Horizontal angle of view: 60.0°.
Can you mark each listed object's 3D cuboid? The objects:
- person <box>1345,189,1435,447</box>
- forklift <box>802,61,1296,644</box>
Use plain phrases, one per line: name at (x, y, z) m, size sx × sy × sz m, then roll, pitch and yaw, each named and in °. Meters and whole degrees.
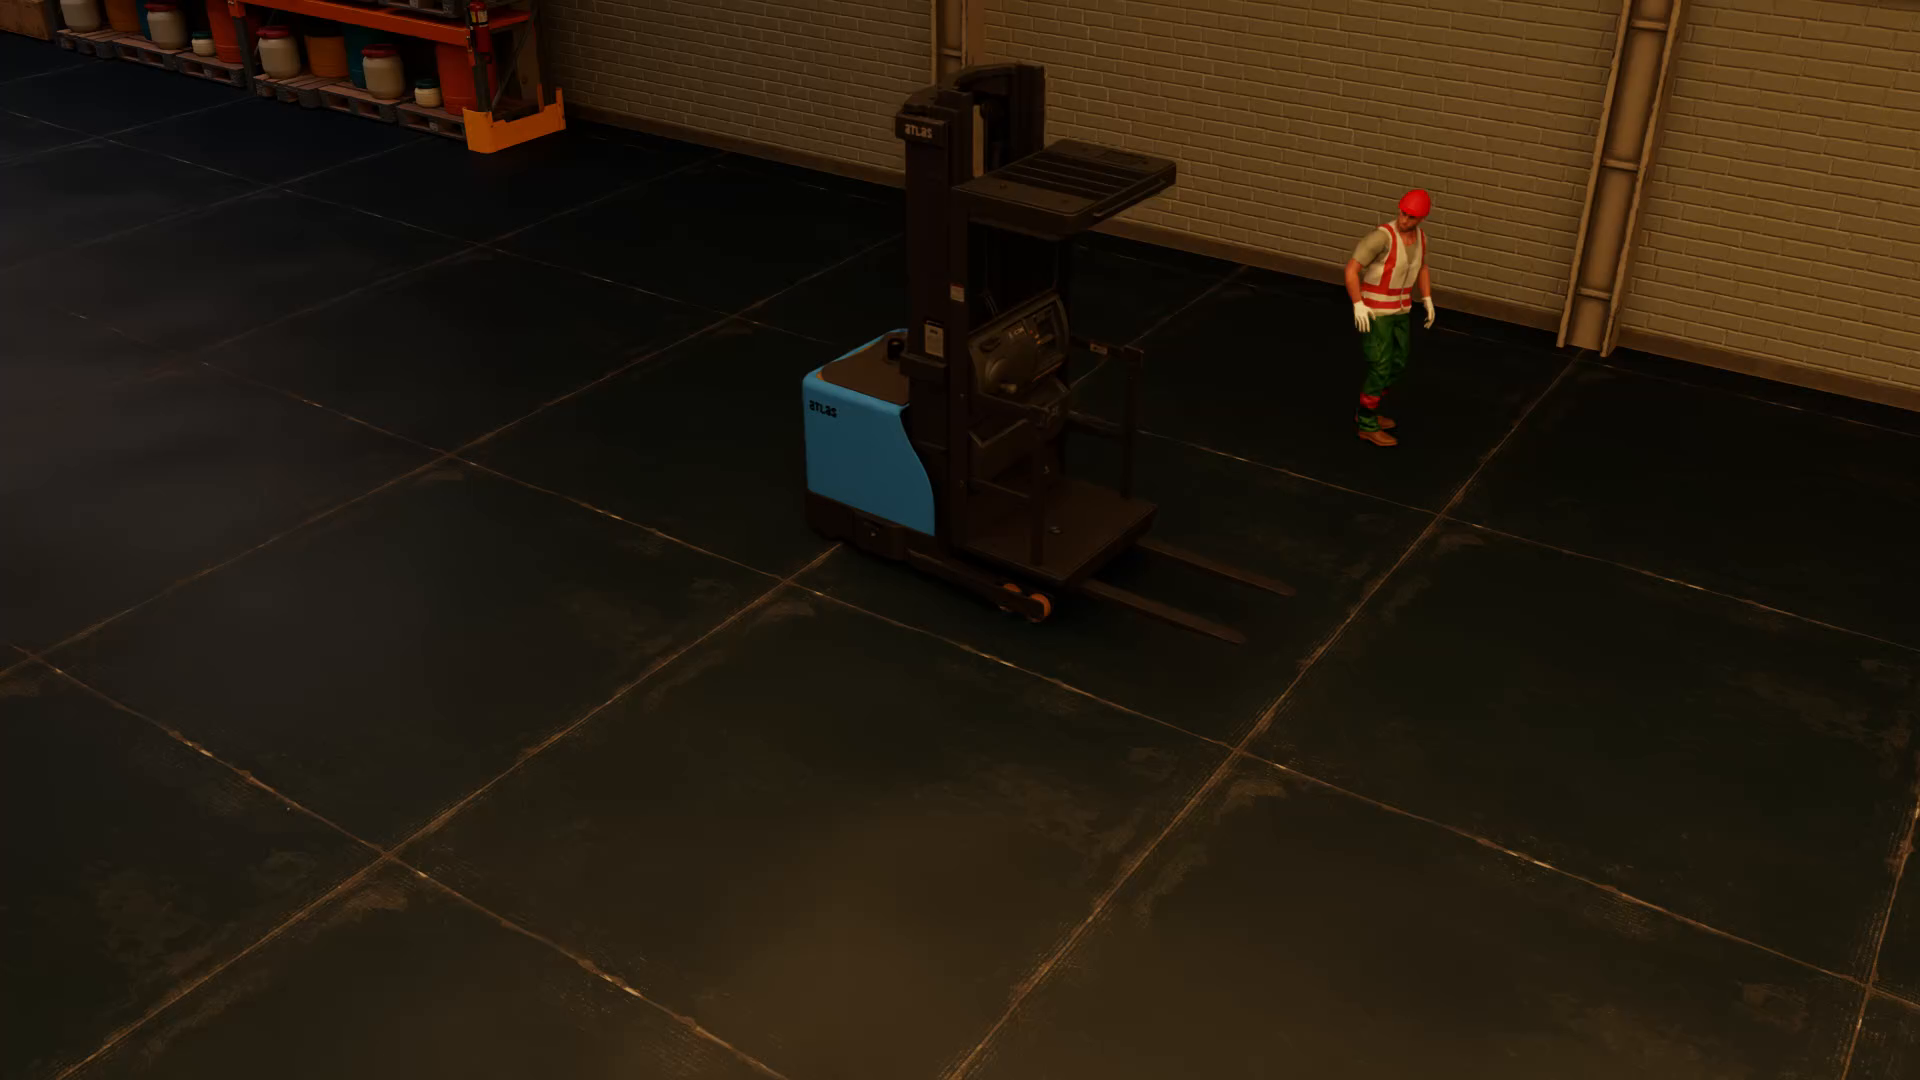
person at (2.990, -1.538, 11.396) m, size 0.757 × 1.761 × 0.506 m, roll -22°, pitch 37°, yaw -33°
forklift at (0.512, -1.091, 9.461) m, size 3.031 × 2.935 × 1.130 m, roll 20°, pitch 36°, yaw 31°
